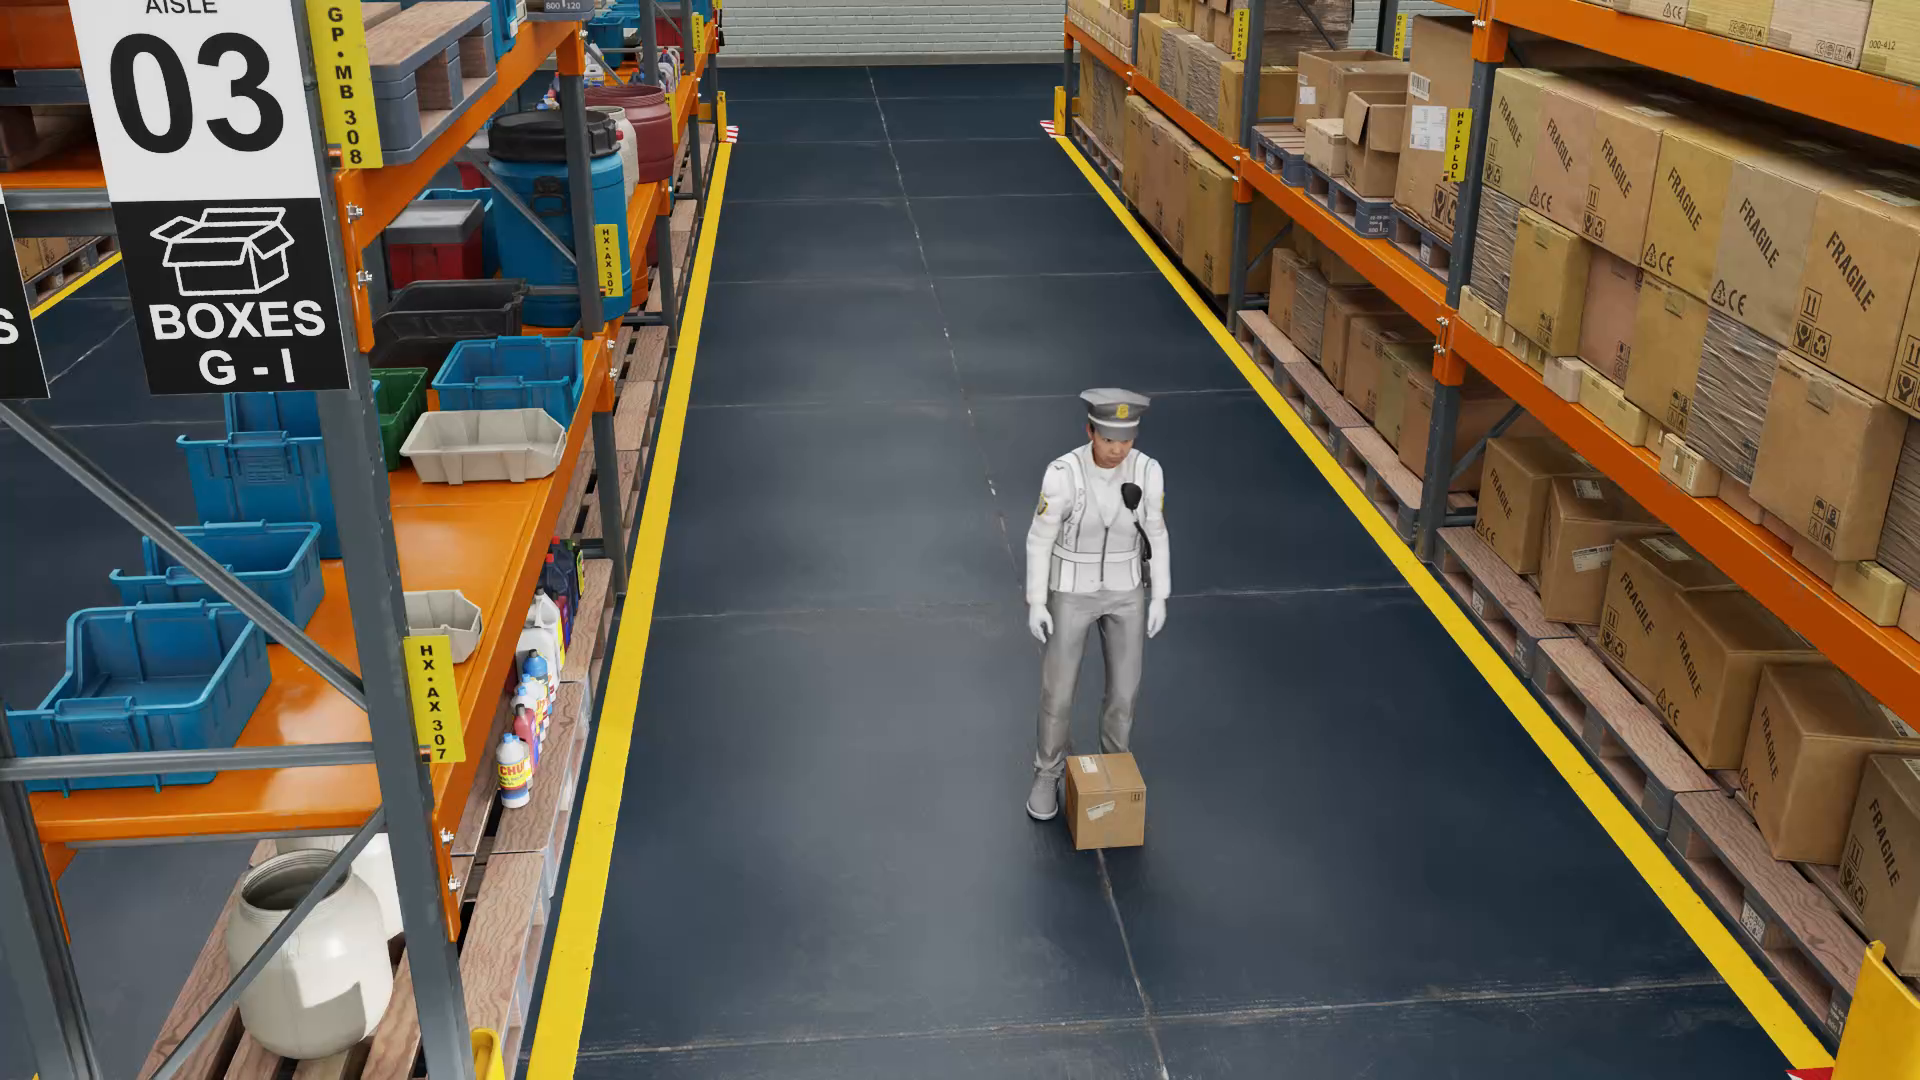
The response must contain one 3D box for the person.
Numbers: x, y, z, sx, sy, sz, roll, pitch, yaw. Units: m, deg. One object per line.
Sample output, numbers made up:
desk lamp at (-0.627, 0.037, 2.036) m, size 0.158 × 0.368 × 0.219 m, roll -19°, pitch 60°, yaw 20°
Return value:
person at (0.506, 0.225, 6.087) m, size 0.535 × 1.663 × 0.379 m, roll -3°, pitch 24°, yaw -6°
